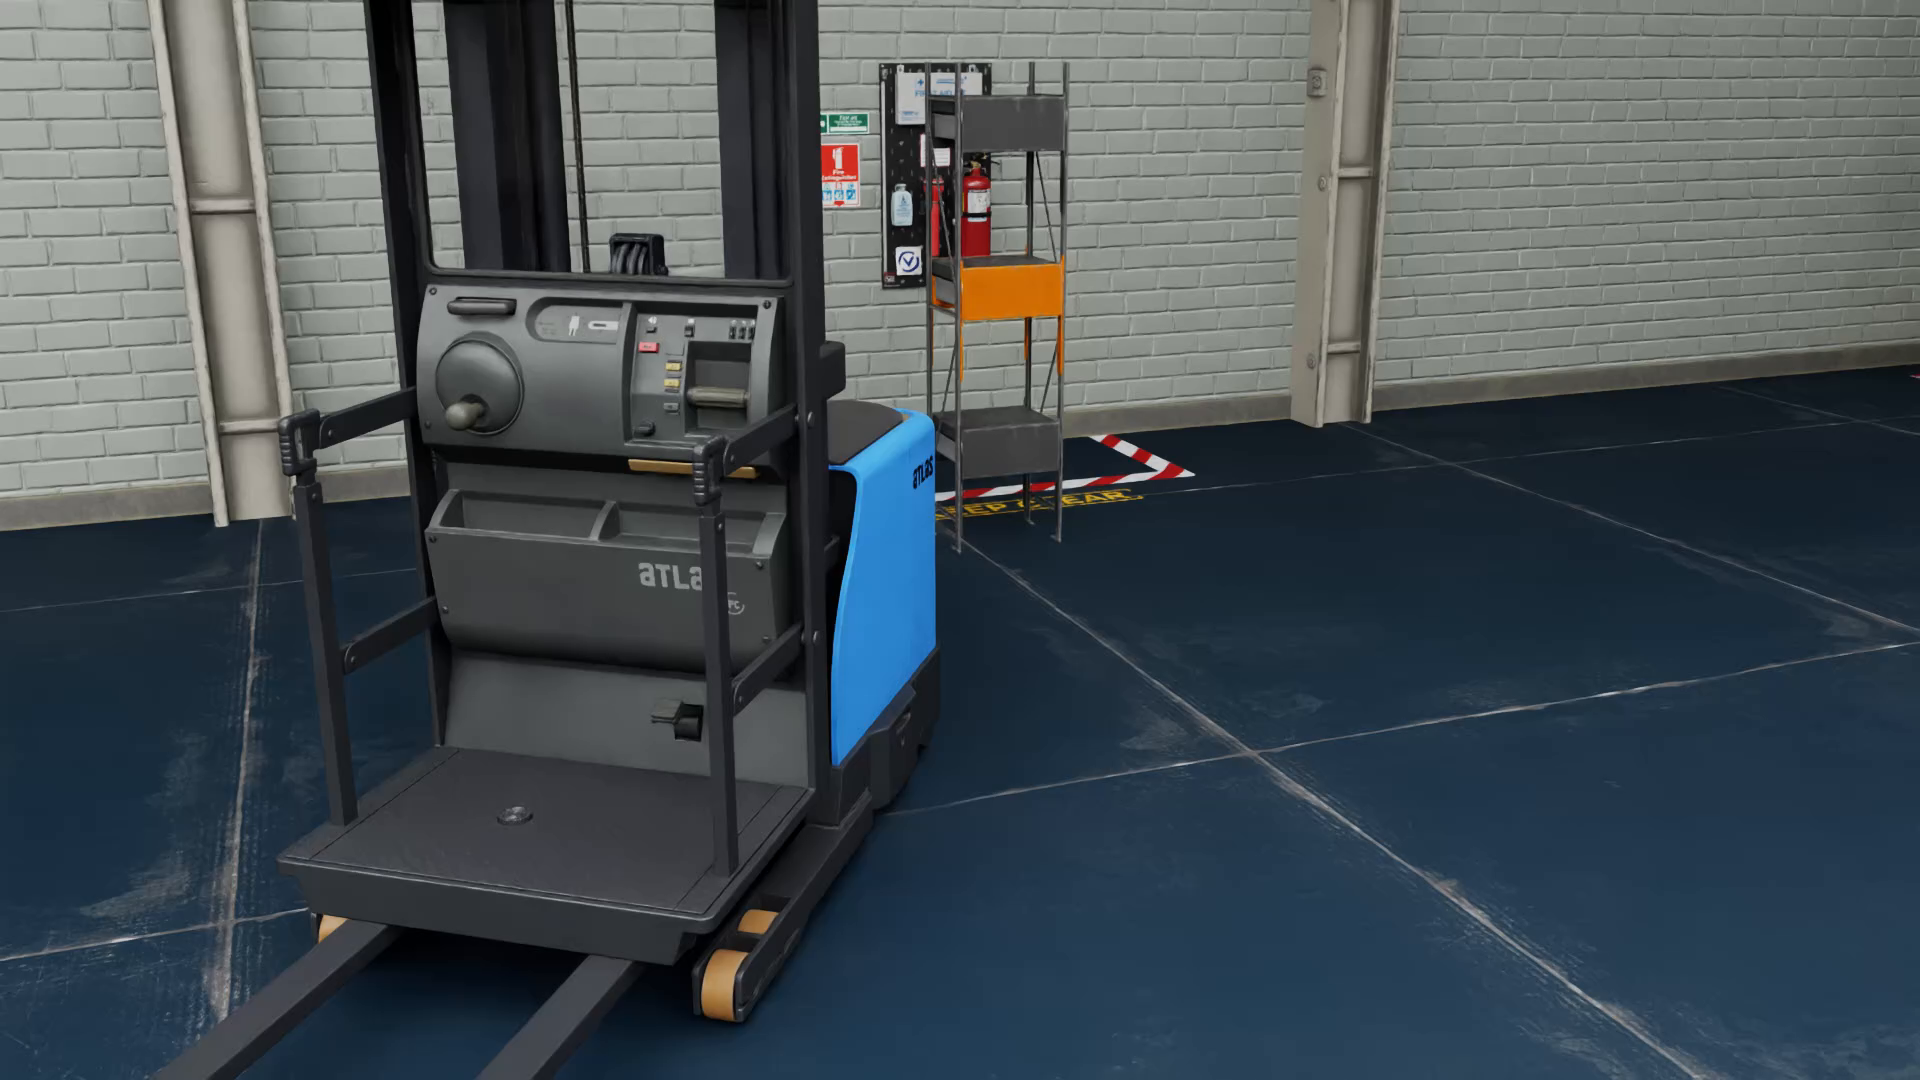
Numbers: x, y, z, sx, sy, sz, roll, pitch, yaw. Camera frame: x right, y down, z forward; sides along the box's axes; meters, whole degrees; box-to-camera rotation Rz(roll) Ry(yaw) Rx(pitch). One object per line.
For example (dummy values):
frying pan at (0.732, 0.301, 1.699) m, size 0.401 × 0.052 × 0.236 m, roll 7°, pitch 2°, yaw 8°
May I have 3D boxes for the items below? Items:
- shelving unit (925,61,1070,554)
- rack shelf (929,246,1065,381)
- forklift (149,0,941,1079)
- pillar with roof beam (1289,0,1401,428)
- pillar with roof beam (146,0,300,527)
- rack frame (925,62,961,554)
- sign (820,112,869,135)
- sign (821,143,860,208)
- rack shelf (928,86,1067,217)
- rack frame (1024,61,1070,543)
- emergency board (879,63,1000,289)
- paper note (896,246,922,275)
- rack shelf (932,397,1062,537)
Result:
shelving unit at (0.155, -1.024, 7.359) m, size 0.503 × 2.100 × 0.431 m, roll -6°, pitch 17°, yaw -20°
rack shelf at (0.155, -1.011, 7.363) m, size 0.480 × 0.518 × 0.431 m, roll -6°, pitch 17°, yaw -20°
forklift at (-0.937, -0.418, 3.820) m, size 1.130 × 2.935 × 3.031 m, roll 4°, pitch 17°, yaw 14°
pillar with roof beam at (3.777, -3.912, 4.948) m, size 0.400 × 9.000 × 9.100 m, roll -6°, pitch 17°, yaw -20°
pillar with roof beam at (-1.826, -3.307, 2.888) m, size 0.400 × 9.000 × 9.100 m, roll -6°, pitch 17°, yaw -20°
rack frame at (-0.073, -1.000, 7.275) m, size 0.015 × 2.100 × 0.400 m, roll -6°, pitch 17°, yaw -20°
sign at (-0.631, -2.168, 8.652) m, size 0.331 × 0.109 × 0.001 m, roll -6°, pitch 17°, yaw -20°
sign at (-0.638, -1.915, 8.733) m, size 0.234 × 0.329 × 0.001 m, roll -6°, pitch 17°, yaw -20°
rack shelf at (0.155, -1.683, 7.166) m, size 0.480 × 0.518 × 0.431 m, roll -6°, pitch 17°, yaw -20°
rack frame at (0.382, -1.049, 7.443) m, size 0.015 × 2.100 × 0.400 m, roll -6°, pitch 17°, yaw -20°
emergency board at (-0.085, -1.927, 8.836) m, size 0.643 × 1.169 × 0.194 m, roll -6°, pitch 17°, yaw -20°
paper note at (-0.275, -1.504, 8.961) m, size 0.142 × 0.148 × 0.016 m, roll -6°, pitch 17°, yaw -20°
rack shelf at (0.155, -0.339, 7.560) m, size 0.480 × 0.518 × 0.431 m, roll -6°, pitch 17°, yaw -20°
